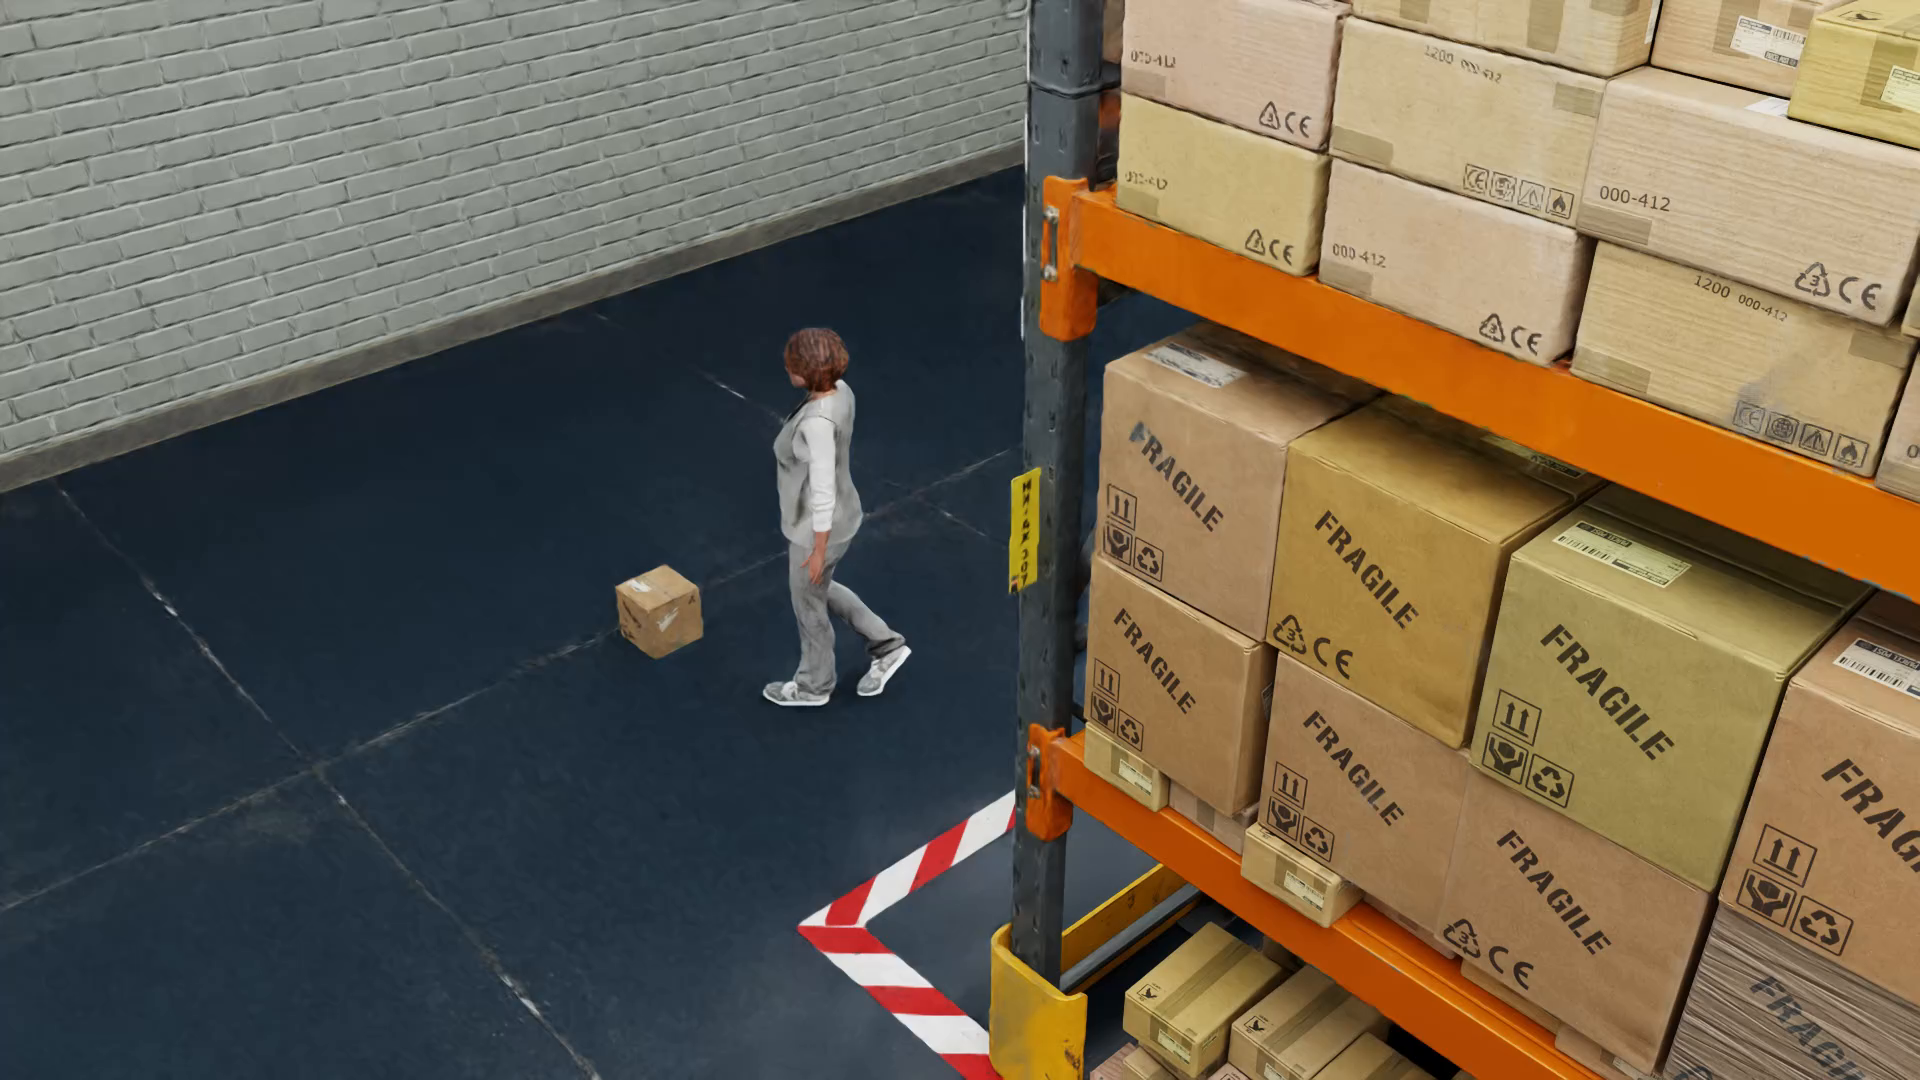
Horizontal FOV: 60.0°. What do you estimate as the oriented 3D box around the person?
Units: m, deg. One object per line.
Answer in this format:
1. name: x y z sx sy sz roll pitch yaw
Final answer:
1. person: -0.495 -0.041 6.199 0.575 1.595 0.443 5 33 8
